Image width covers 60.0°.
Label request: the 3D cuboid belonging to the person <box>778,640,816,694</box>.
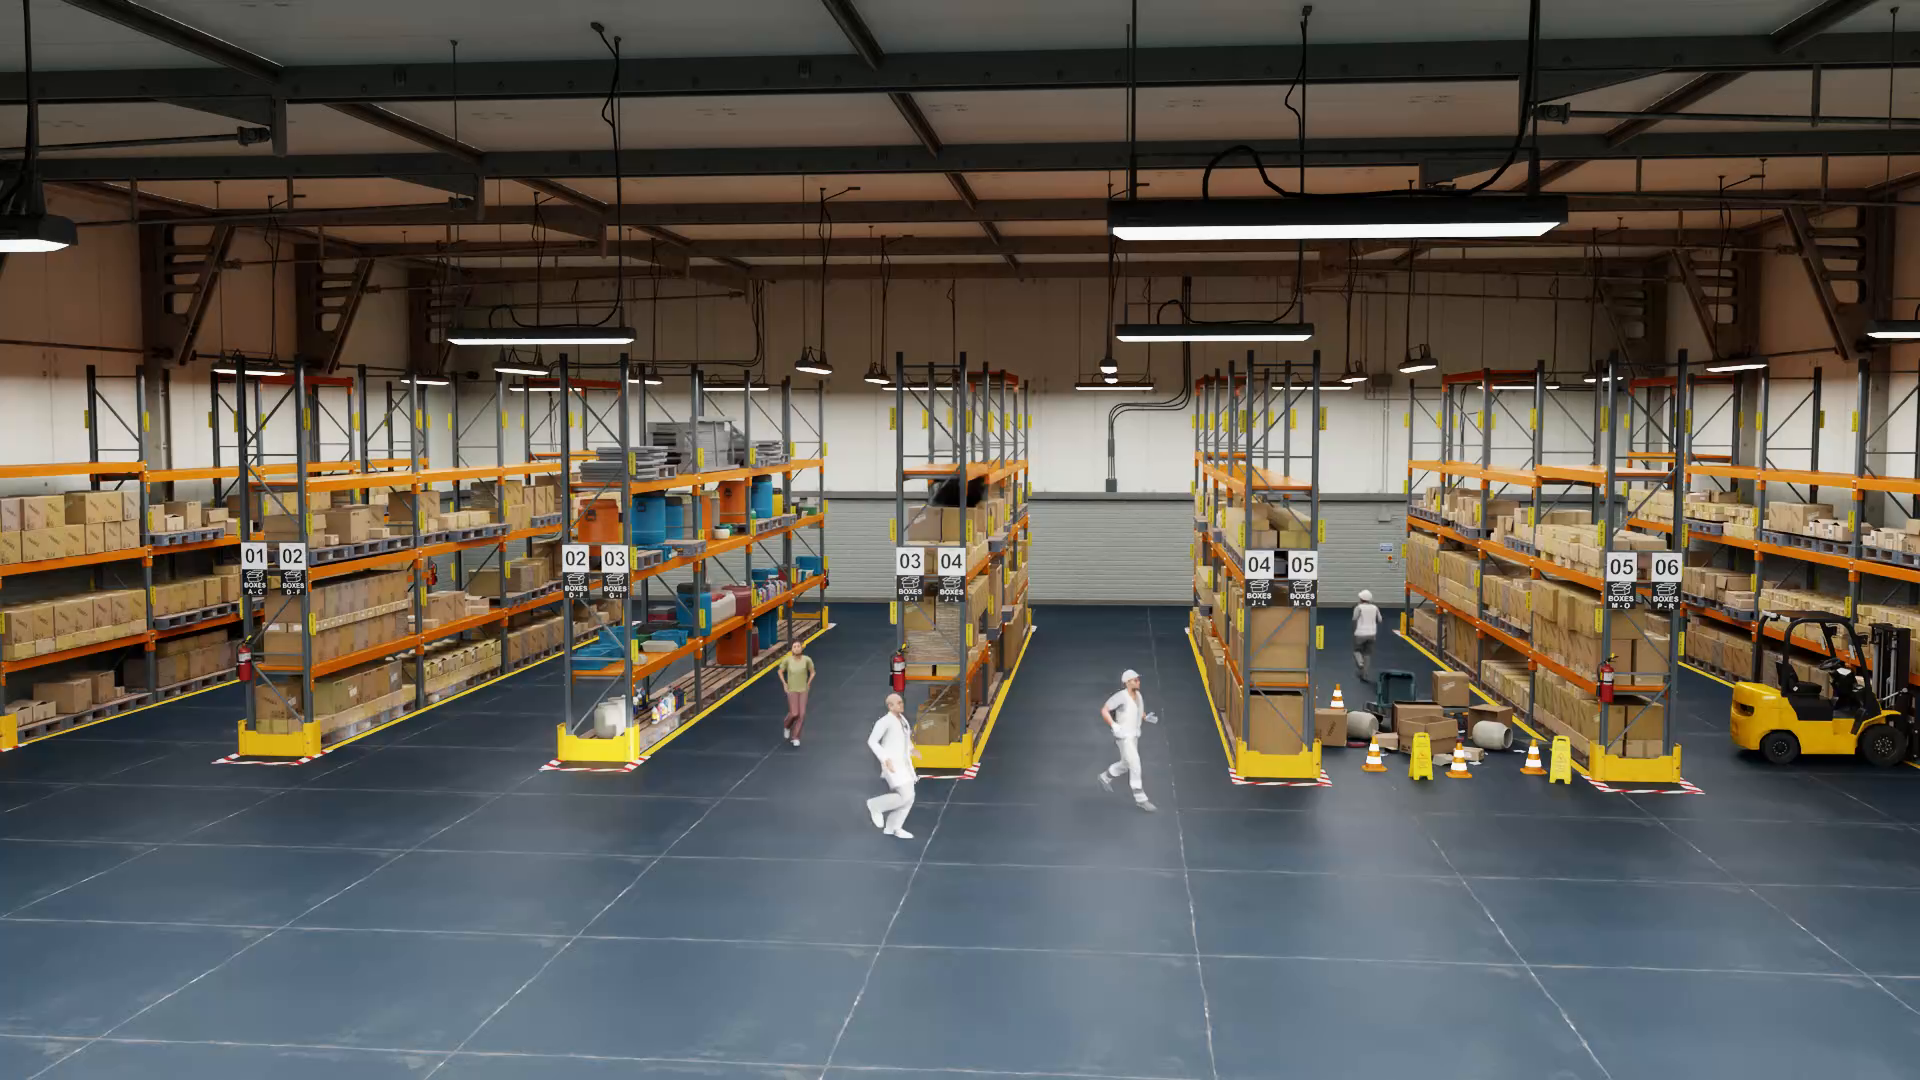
[{"bbox_3d":[-2.499,1.964,25.718,0.570,0.838,0.467,-1,4,-15],"label":"person"}]

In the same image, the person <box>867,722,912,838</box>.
[{"bbox_3d":[-0.847,2.886,20.056,0.537,1.414,0.228,2,5,28],"label":"person"}]

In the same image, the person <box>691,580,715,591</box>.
[{"bbox_3d":[-5.822,1.454,37.298,0.614,1.697,0.494,0,4,2],"label":"person"}]

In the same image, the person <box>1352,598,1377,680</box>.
[{"bbox_3d":[7.874,1.863,32.391,0.526,1.691,0.605,0,4,-6],"label":"person"}]

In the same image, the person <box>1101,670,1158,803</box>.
[{"bbox_3d":[2.126,2.526,21.613,0.879,1.702,0.668,3,5,39],"label":"person"}]
